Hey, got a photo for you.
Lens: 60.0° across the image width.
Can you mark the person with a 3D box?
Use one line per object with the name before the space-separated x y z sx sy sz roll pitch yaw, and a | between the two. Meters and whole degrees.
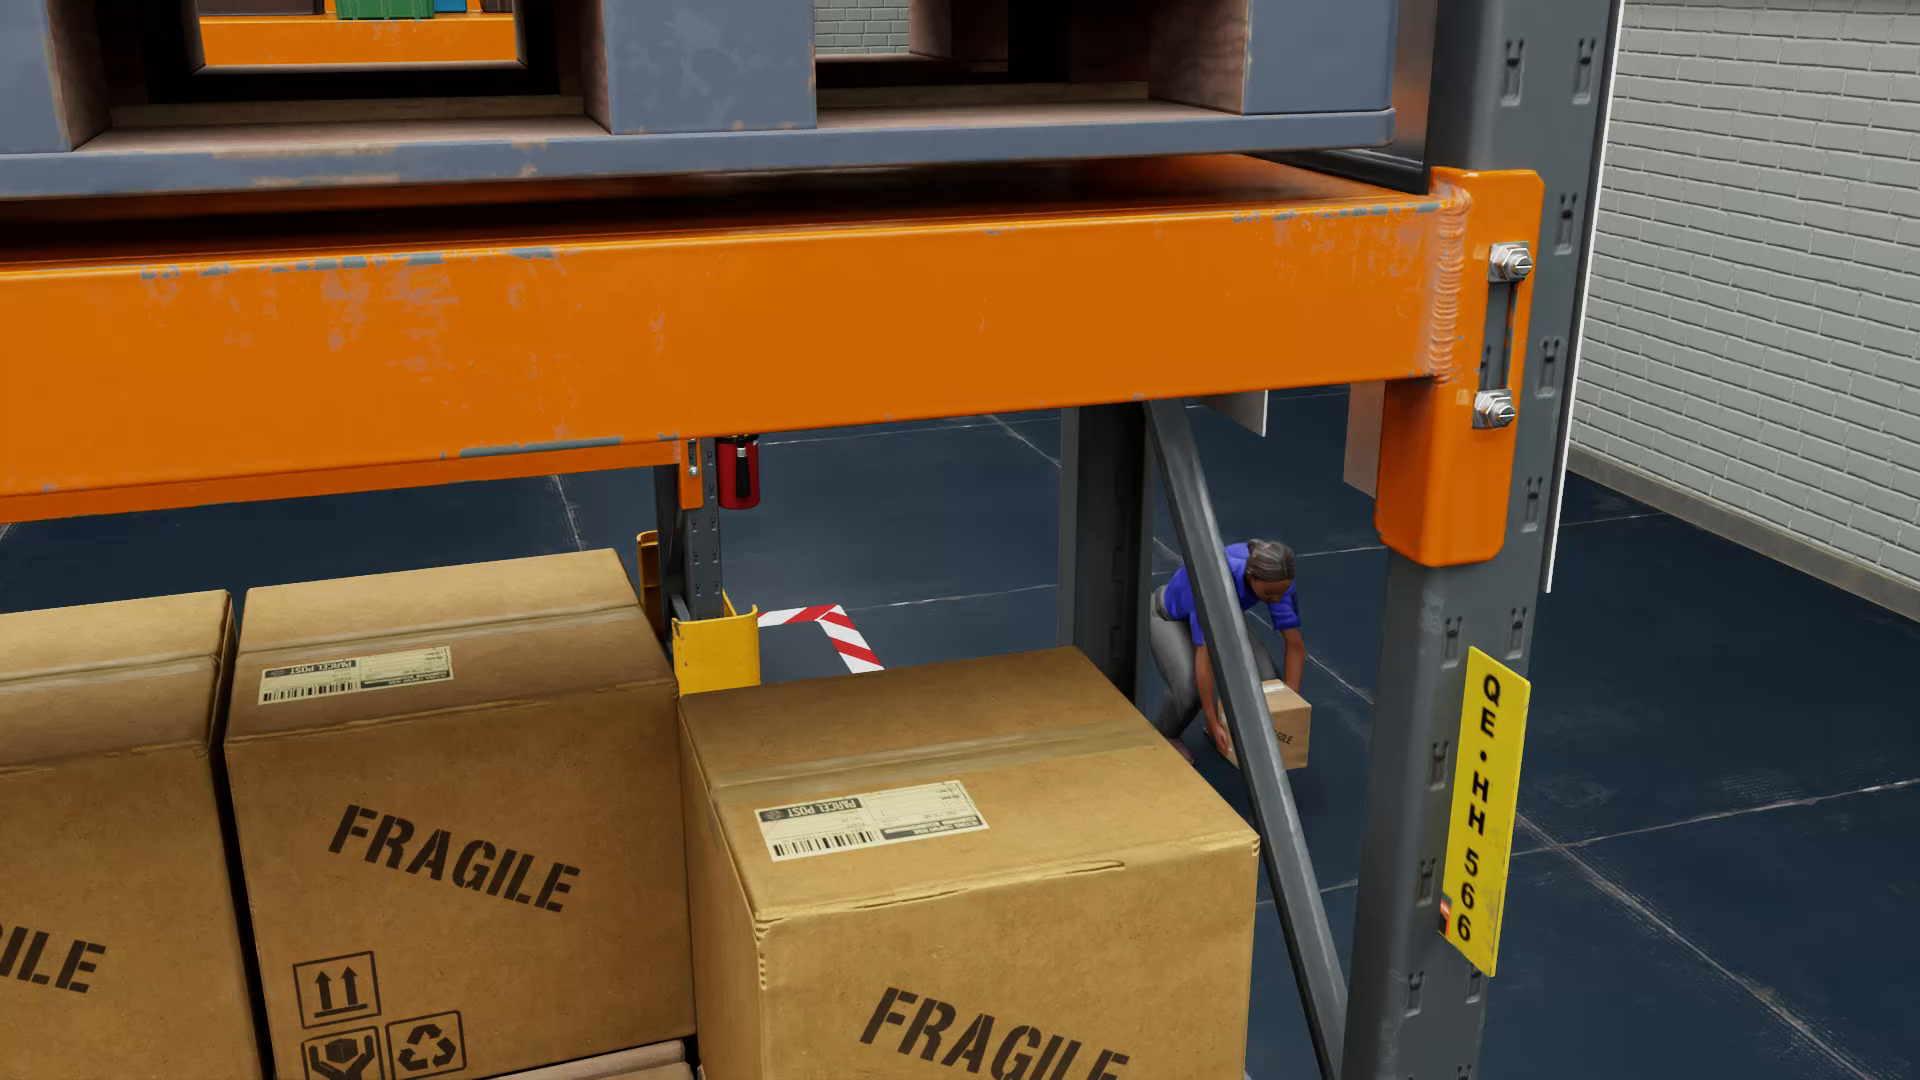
person | 1.018 0.401 6.429 0.484 1.006 0.786 -6 20 -17
